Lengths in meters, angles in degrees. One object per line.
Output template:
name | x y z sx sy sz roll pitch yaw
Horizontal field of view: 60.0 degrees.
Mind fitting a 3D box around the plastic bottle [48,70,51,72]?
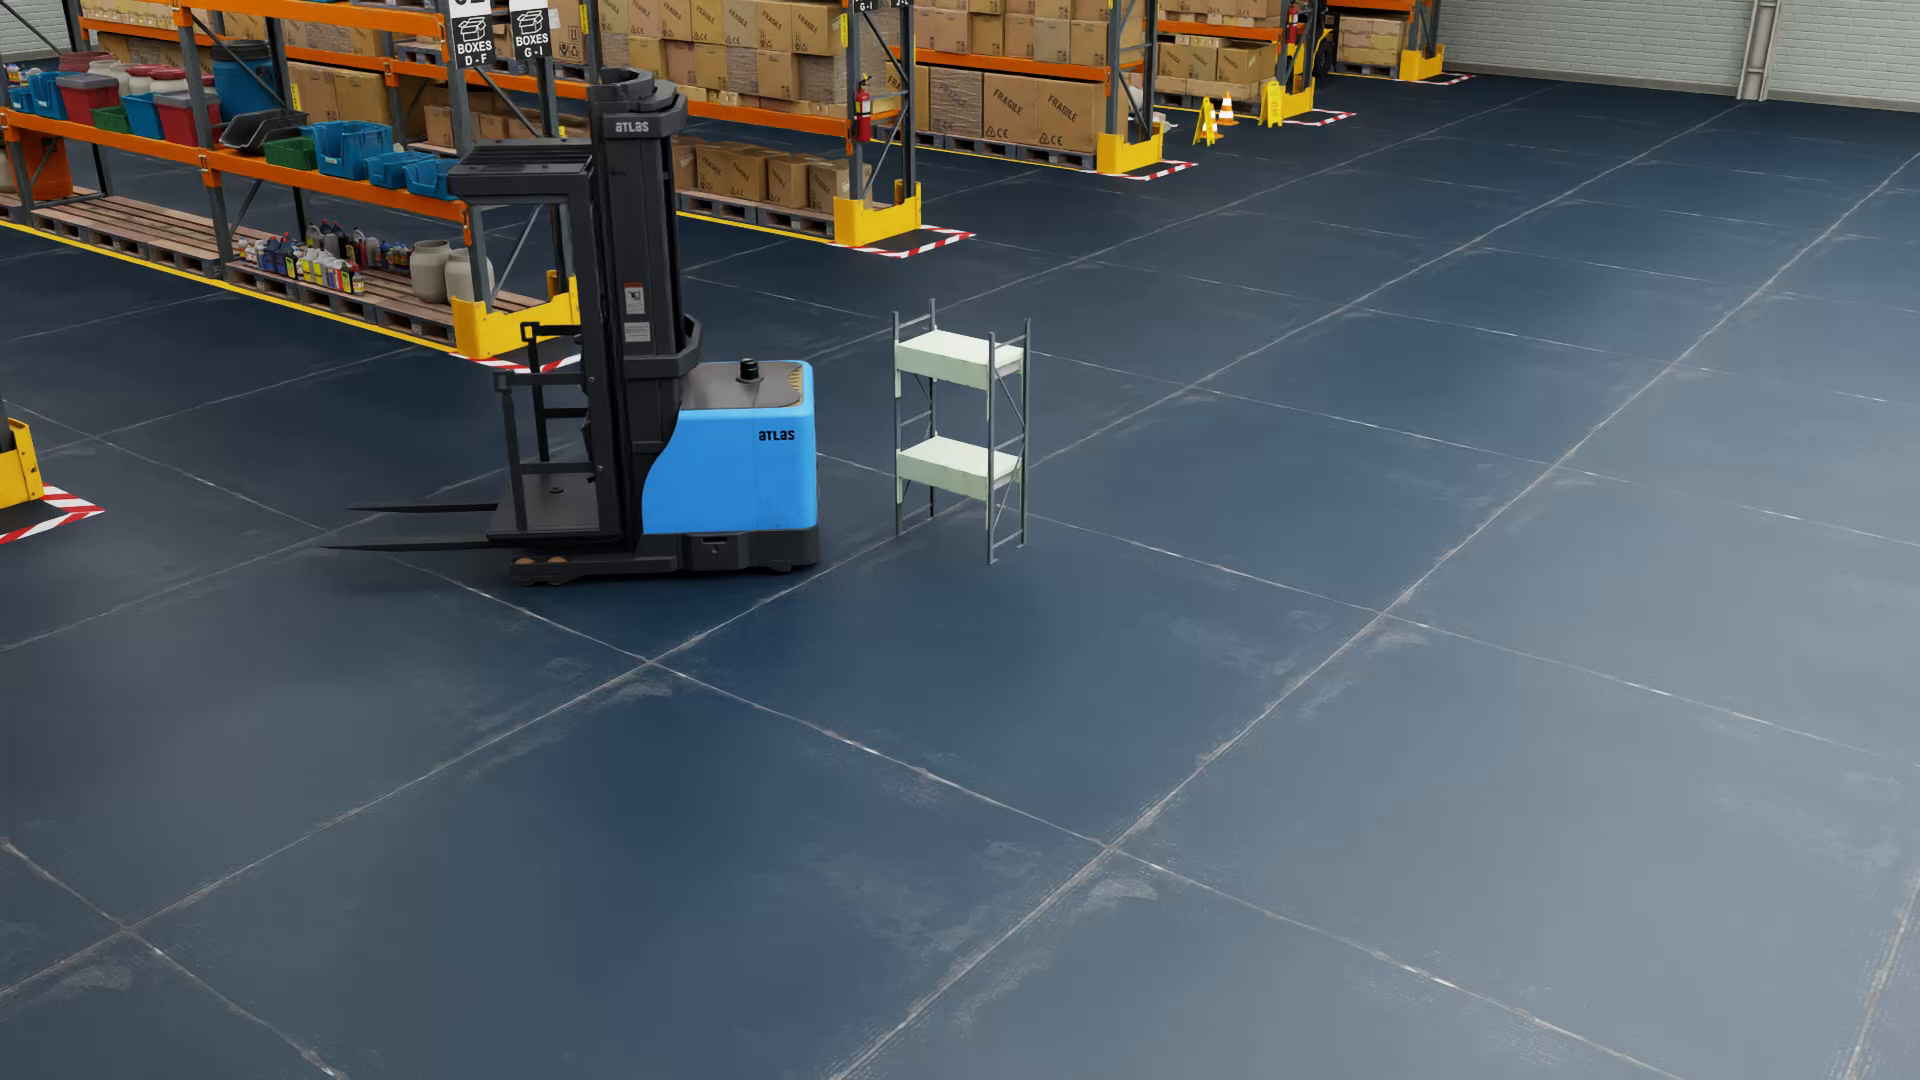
plastic bottle | -10.440 -5.258 19.124 0.097 0.271 0.097 0 24 0

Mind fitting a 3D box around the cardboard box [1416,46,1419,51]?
cardboard box | 7.802 -8.650 29.552 0.500 0.250 0.500 17 29 34

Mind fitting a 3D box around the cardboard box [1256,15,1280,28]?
cardboard box | 4.676 -7.839 25.132 0.250 0.149 0.380 18 29 35

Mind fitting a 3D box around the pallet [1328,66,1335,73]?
pallet | 6.469 -8.725 30.291 1.213 0.211 1.003 17 29 33

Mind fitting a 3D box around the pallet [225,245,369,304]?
pallet | -6.498 -2.652 16.508 1.213 0.211 1.003 17 29 33

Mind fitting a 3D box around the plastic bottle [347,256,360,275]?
plastic bottle | -5.664 -2.502 15.532 0.133 0.283 0.061 17 29 33

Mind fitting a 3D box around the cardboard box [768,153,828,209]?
cardboard box | -1.828 -4.073 18.853 0.500 0.500 0.500 -17 29 -34

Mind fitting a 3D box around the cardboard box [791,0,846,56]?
cardboard box | -1.428 -5.428 17.615 0.500 0.500 0.500 17 29 33

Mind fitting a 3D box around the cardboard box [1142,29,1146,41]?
cardboard box | 2.907 -8.006 26.355 0.250 0.149 0.380 19 30 36

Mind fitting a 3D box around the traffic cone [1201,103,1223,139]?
traffic cone | 3.593 -6.019 23.836 0.334 0.463 0.336 17 29 33

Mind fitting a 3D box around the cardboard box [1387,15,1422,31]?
cardboard box | 7.807 -9.103 29.340 0.500 0.250 0.500 16 29 33

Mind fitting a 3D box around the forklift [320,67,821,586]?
forklift | -2.410 -1.284 10.028 3.031 2.935 1.130 -2 24 -4

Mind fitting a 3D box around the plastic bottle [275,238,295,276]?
plastic bottle | -6.463 -2.719 15.939 0.185 0.351 0.144 15 28 31

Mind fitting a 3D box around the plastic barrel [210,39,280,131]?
plastic barrel | -7.138 -4.525 16.677 0.708 0.901 0.600 17 29 33

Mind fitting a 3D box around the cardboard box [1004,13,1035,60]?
cardboard box | 1.066 -6.756 22.178 0.550 0.550 0.875 17 29 33

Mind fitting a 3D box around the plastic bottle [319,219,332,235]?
plastic bottle | -6.323 -3.030 16.647 0.185 0.351 0.144 16 28 32

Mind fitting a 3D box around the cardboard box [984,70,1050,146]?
cardboard box | 0.928 -5.885 22.501 0.875 0.875 0.875 16 29 32

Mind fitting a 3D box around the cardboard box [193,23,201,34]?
cardboard box | -11.089 -7.552 24.482 0.250 0.149 0.380 17 29 34

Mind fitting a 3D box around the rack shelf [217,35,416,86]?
rack shelf | -8.841 -6.824 23.409 4.000 0.370 1.077 17 29 33

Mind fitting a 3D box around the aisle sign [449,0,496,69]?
aisle sign | -3.931 -4.213 13.368 0.004 0.787 0.394 17 29 33

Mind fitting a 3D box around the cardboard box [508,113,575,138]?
cardboard box | -5.337 -5.172 21.322 0.500 0.500 0.700 14 27 29

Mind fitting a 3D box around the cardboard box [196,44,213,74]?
cardboard box | -10.922 -7.042 25.127 0.875 0.875 0.875 17 29 33

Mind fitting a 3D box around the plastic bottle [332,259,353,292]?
plastic bottle | -5.728 -2.464 15.455 0.135 0.276 0.152 17 29 34

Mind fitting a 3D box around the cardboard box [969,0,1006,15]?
cardboard box | 0.578 -7.344 22.173 0.500 0.550 0.875 17 29 33

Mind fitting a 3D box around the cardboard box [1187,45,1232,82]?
cardboard box | 3.887 -7.444 25.884 0.500 0.500 0.500 18 30 35

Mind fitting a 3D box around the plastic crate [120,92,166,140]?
plastic crate | -8.080 -4.263 16.725 0.575 0.384 0.392 17 29 33

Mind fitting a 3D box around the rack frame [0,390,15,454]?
rack frame | -6.784 -1.540 10.524 0.127 3.000 1.000 17 29 33

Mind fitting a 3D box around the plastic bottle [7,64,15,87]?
plastic bottle | -11.180 -5.482 19.631 0.097 0.271 0.097 0 24 0

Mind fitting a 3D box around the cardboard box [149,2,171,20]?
cardboard box | -11.777 -7.974 24.945 0.500 0.250 0.500 18 29 34

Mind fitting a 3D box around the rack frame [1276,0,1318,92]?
rack frame | 5.104 -7.932 25.033 0.127 3.000 1.000 17 29 33

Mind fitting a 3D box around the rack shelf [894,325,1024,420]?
rack shelf | 0.005 -1.042 10.287 0.720 0.370 0.431 17 29 33

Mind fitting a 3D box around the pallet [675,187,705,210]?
pallet | -3.482 -4.275 20.191 1.213 0.211 1.003 17 29 33

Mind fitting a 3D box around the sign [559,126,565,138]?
sign | -3.477 -3.440 14.494 0.005 0.325 0.100 17 29 33

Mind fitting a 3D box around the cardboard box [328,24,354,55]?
cardboard box | -8.180 -6.877 22.514 0.500 0.500 0.500 17 29 33

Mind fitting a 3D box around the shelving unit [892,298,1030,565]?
shelving unit | 0.005 -0.685 10.444 0.755 1.500 0.431 17 29 33

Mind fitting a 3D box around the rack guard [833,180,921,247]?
rack guard | -0.900 -3.609 18.322 0.348 0.500 1.175 17 29 33

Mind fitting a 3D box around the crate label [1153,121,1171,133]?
crate label | 2.926 -6.040 24.288 0.298 0.136 0.250 3 24 6

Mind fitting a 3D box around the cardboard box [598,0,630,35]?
cardboard box | -3.833 -6.151 19.257 0.500 0.500 0.500 17 29 33

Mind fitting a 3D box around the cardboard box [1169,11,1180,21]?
cardboard box | 3.465 -8.215 25.985 0.250 0.149 0.380 17 29 33

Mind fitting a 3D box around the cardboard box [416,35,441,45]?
cardboard box | -6.785 -6.790 21.795 0.500 0.500 0.500 13 27 27

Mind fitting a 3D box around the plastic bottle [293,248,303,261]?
plastic bottle | -6.323 -2.659 15.902 0.097 0.271 0.097 0 24 0

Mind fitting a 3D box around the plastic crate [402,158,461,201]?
plastic crate | -4.390 -3.093 14.235 0.616 0.251 0.499 17 29 33

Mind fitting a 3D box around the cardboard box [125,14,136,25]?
cardboard box | -12.526 -7.987 25.468 0.250 0.149 0.380 16 29 33

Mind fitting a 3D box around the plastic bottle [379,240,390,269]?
plastic bottle | -5.590 -2.785 16.188 0.097 0.271 0.097 0 24 0

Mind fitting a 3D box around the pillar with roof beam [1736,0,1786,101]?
pillar with roof beam | 10.281 -9.899 22.057 0.400 9.000 9.100 17 29 33

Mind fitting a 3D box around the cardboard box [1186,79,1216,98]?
cardboard box | 3.886 -7.103 26.039 0.500 0.250 0.500 17 29 33

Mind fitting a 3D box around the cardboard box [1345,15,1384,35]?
cardboard box | 7.110 -9.058 29.238 0.500 0.250 0.500 17 29 34

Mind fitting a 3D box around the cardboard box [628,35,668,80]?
cardboard box | -3.338 -5.623 19.299 0.500 0.500 0.875 17 29 33

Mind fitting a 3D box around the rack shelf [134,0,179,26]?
rack shelf | -8.611 -5.631 16.982 4.000 0.370 1.077 17 29 33

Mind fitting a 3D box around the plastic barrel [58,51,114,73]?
plastic barrel | -9.659 -5.119 18.480 0.708 0.536 0.600 17 29 33

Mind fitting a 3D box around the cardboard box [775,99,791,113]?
cardboard box | -1.813 -4.792 18.218 0.250 0.149 0.380 17 29 33

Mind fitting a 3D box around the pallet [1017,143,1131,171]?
pallet | 1.529 -5.203 22.296 1.213 0.211 1.003 17 29 33

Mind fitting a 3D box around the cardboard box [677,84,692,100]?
cardboard box | -3.034 -5.144 19.016 0.250 0.149 0.380 17 29 33
